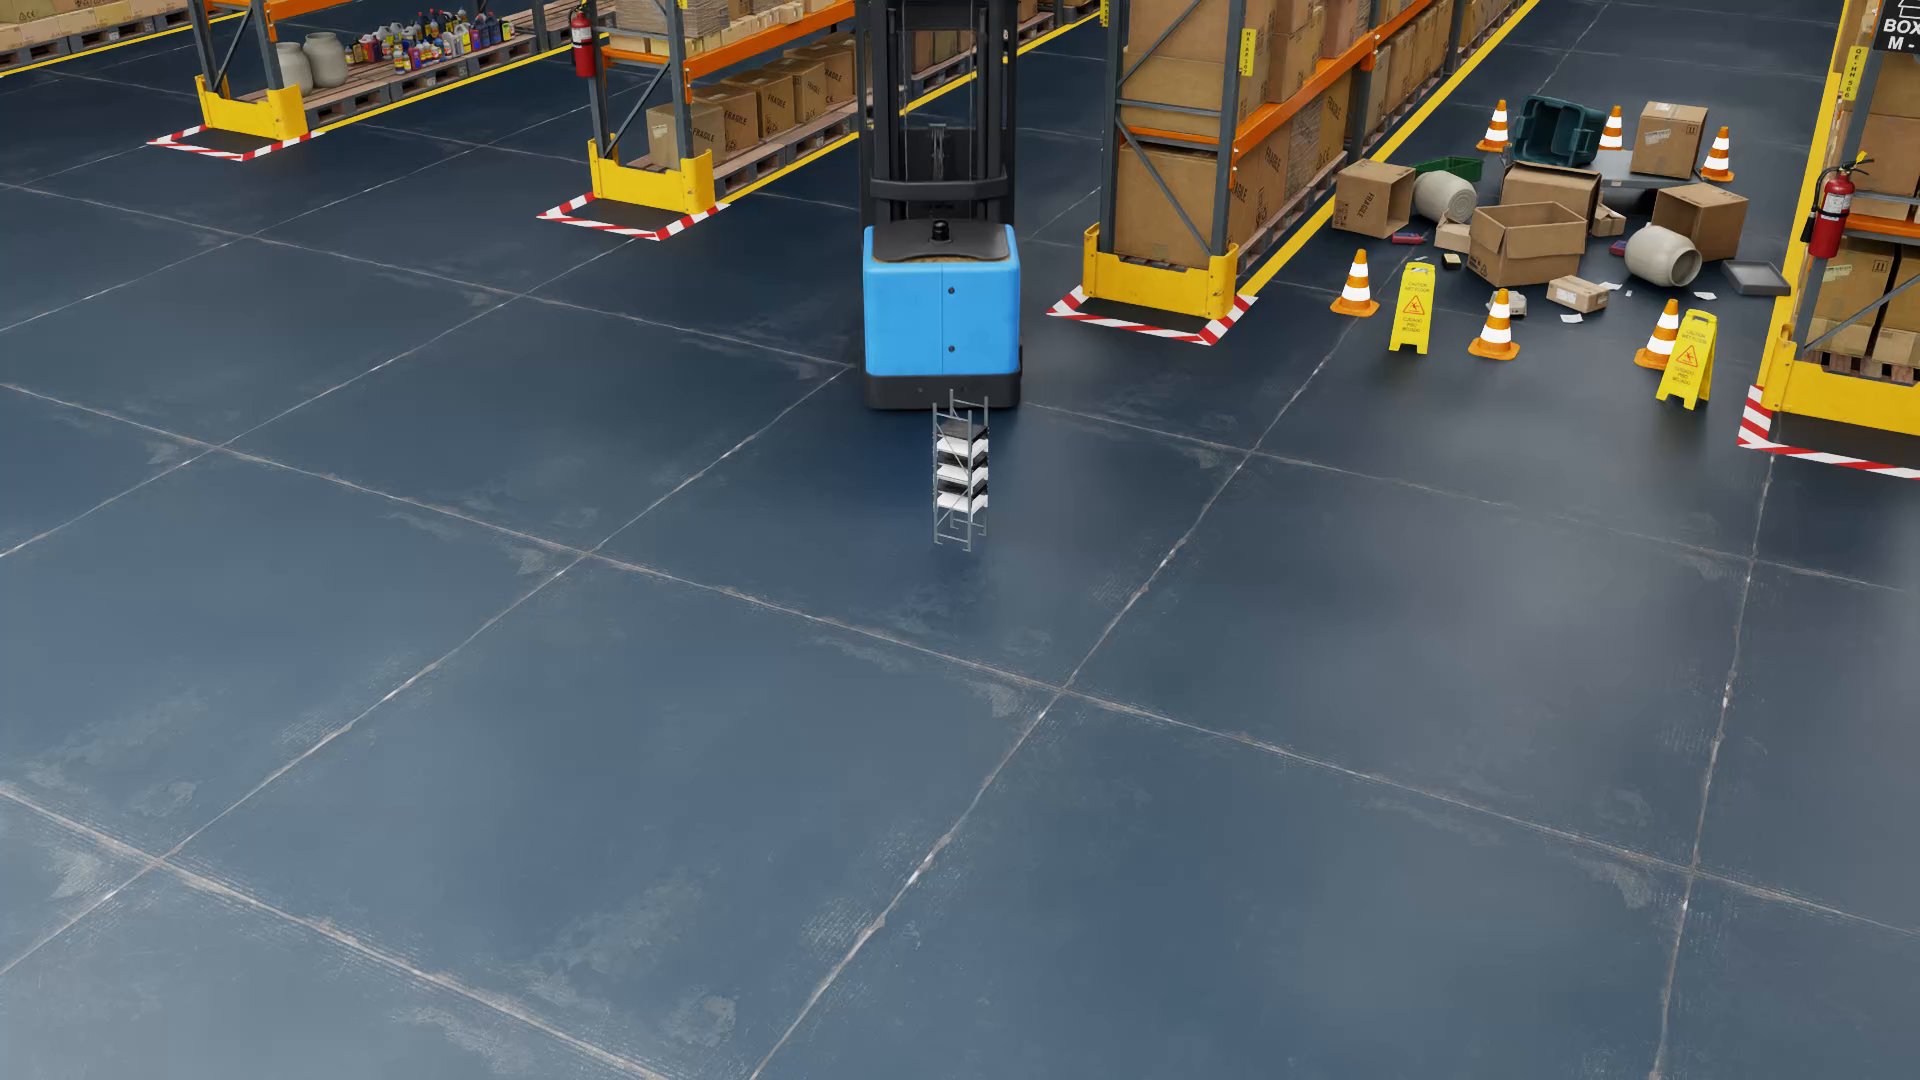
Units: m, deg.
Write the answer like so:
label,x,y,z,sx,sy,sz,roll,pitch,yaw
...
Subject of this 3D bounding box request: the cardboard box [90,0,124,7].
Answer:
label,x,y,z,sx,sy,sz,roll,pitch,yaw
cardboard box,-10.506,-6.774,20.121,0.500,0.500,0.500,14,33,23

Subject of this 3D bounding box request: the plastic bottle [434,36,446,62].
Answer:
label,x,y,z,sx,sy,sz,roll,pitch,yaw
plastic bottle,-5.829,-5.509,18.629,0.097,0.271,0.097,0,30,0

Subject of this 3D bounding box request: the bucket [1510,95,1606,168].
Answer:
label,x,y,z,sx,sy,sz,roll,pitch,yaw
bucket,5.365,-3.618,14.799,0.620,0.611,0.726,-14,31,-42

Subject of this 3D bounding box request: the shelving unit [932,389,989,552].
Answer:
label,x,y,z,sx,sy,sz,roll,pitch,yaw
shelving unit,0.004,-0.394,9.532,0.258,0.900,0.210,14,33,23

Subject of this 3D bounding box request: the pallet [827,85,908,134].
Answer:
label,x,y,z,sx,sy,sz,roll,pitch,yaw
pallet,-1.269,-4.617,17.578,1.003,0.211,1.213,14,33,23

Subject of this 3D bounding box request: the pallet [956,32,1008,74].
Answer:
label,x,y,z,sx,sy,sz,roll,pitch,yaw
pallet,-0.087,-5.811,19.657,1.003,0.211,1.213,14,33,23

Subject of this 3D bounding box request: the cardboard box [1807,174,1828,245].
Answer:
label,x,y,z,sx,sy,sz,roll,pitch,yaw
cardboard box,6.847,-2.529,12.728,0.500,0.500,0.500,16,34,26

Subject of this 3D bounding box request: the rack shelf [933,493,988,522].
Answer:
label,x,y,z,sx,sy,sz,roll,pitch,yaw
rack shelf,0.004,-0.209,9.638,0.258,0.077,0.200,14,33,23

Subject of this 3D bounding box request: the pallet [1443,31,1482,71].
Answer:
label,x,y,z,sx,sy,sz,roll,pitch,yaw
pallet,5.554,-5.872,19.763,1.003,0.211,1.213,14,33,23

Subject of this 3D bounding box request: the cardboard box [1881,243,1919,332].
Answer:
label,x,y,z,sx,sy,sz,roll,pitch,yaw
cardboard box,6.629,-1.731,11.338,0.500,0.500,0.500,13,32,22

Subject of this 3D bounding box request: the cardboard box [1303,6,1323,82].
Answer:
label,x,y,z,sx,sy,sz,roll,pitch,yaw
cardboard box,2.484,-4.141,13.799,0.875,0.550,0.500,14,33,23

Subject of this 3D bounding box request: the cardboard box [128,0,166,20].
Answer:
label,x,y,z,sx,sy,sz,roll,pitch,yaw
cardboard box,-10.280,-6.671,20.694,0.500,0.250,0.500,14,33,23

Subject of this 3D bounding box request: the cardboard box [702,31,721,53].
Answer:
label,x,y,z,sx,sy,sz,roll,pitch,yaw
cardboard box,-2.344,-4.428,14.702,0.380,0.149,0.250,14,33,23

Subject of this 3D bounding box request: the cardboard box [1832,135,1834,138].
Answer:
label,x,y,z,sx,sy,sz,roll,pitch,yaw
cardboard box,8.389,-3.479,15.013,0.950,0.372,0.625,16,34,26

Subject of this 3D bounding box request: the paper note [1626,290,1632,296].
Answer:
label,x,y,z,sx,sy,sz,roll,pitch,yaw
paper note,5.284,-1.949,13.133,0.032,0.001,0.123,14,33,23

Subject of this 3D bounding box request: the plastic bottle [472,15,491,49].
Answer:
label,x,y,z,sx,sy,sz,roll,pitch,yaw
plastic bottle,-5.528,-5.861,19.163,0.144,0.351,0.185,13,32,21

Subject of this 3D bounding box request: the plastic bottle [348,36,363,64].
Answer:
label,x,y,z,sx,sy,sz,roll,pitch,yaw
plastic bottle,-6.743,-5.465,18.540,0.061,0.283,0.133,15,33,24

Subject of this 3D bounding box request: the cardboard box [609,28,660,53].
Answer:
label,x,y,z,sx,sy,sz,roll,pitch,yaw
cardboard box,-2.871,-4.423,14.692,0.380,0.149,0.250,14,33,23

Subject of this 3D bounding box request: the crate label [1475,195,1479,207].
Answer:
label,x,y,z,sx,sy,sz,roll,pitch,yaw
crate label,4.497,-3.060,14.942,0.298,0.136,0.250,-7,31,-11

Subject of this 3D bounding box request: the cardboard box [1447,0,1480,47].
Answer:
label,x,y,z,sx,sy,sz,roll,pitch,yaw
cardboard box,5.746,-6.089,19.429,0.500,0.500,0.500,13,32,21

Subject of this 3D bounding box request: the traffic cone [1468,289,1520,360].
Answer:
label,x,y,z,sx,sy,sz,roll,pitch,yaw
traffic cone,3.910,-1.595,12.062,0.336,0.463,0.334,14,33,23

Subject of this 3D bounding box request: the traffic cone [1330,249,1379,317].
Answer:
label,x,y,z,sx,sy,sz,roll,pitch,yaw
traffic cone,3.059,-2.002,12.771,0.336,0.463,0.334,14,33,23

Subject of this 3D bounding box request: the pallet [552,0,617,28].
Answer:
label,x,y,z,sx,sy,sz,roll,pitch,yaw
pallet,-4.526,-6.946,21.634,1.003,0.211,1.213,14,33,23

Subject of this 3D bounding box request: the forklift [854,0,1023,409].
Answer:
label,x,y,z,sx,sy,sz,roll,pitch,yaw
forklift,-0.168,-2.844,11.760,1.130,2.935,3.031,-1,30,-2

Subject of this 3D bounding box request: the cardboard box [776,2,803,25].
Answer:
label,x,y,z,sx,sy,sz,roll,pitch,yaw
cardboard box,-1.705,-4.965,15.636,0.380,0.149,0.250,14,33,23

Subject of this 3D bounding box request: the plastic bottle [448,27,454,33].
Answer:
label,x,y,z,sx,sy,sz,roll,pitch,yaw
plastic bottle,-5.778,-5.701,18.951,0.061,0.283,0.133,14,33,23

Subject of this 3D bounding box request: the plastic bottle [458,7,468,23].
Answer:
label,x,y,z,sx,sy,sz,roll,pitch,yaw
plastic bottle,-5.939,-6.221,19.869,0.097,0.271,0.097,0,30,0

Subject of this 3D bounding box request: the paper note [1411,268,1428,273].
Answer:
label,x,y,z,sx,sy,sz,roll,pitch,yaw
paper note,3.759,-2.192,13.538,0.142,0.017,0.144,-25,38,-36

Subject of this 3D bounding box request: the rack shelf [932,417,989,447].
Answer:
label,x,y,z,sx,sy,sz,roll,pitch,yaw
rack shelf,0.004,-0.599,9.414,0.258,0.077,0.200,14,33,23

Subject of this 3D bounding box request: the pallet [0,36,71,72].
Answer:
label,x,y,z,sx,sy,sz,roll,pitch,yaw
pallet,-11.323,-5.747,19.545,1.003,0.211,1.213,14,33,23

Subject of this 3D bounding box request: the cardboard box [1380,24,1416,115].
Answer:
label,x,y,z,sx,sy,sz,roll,pitch,yaw
cardboard box,4.020,-4.891,17.092,1.050,0.750,0.750,14,33,23

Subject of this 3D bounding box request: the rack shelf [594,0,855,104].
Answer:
label,x,y,z,sx,sy,sz,roll,pitch,yaw
rack shelf,-1.906,-4.933,16.051,1.077,0.370,4.000,14,33,23

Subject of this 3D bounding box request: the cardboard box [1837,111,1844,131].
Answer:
label,x,y,z,sx,sy,sz,roll,pitch,yaw
cardboard box,6.807,-3.143,12.463,0.380,0.149,0.250,14,33,24

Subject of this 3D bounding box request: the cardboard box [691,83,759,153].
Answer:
label,x,y,z,sx,sy,sz,roll,pitch,yaw
cardboard box,-2.276,-4.002,15.796,0.500,0.500,0.500,24,38,36

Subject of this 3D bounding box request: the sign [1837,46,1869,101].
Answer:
label,x,y,z,sx,sy,sz,roll,pitch,yaw
sign,5.520,-2.884,10.281,0.100,0.325,0.005,14,33,23

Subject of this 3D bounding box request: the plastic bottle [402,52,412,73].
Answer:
label,x,y,z,sx,sy,sz,roll,pitch,yaw
plastic bottle,-6.075,-5.238,18.228,0.097,0.201,0.097,0,30,0

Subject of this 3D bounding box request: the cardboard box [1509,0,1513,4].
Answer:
label,x,y,z,sx,sy,sz,roll,pitch,yaw
cardboard box,6.906,-7.221,21.401,0.500,0.500,0.500,14,33,22

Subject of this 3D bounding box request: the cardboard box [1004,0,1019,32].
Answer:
label,x,y,z,sx,sy,sz,roll,pitch,yaw
cardboard box,0.299,-6.461,20.058,0.700,0.500,0.500,12,32,19

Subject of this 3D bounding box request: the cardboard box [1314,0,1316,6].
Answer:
label,x,y,z,sx,sy,sz,roll,pitch,yaw
cardboard box,2.426,-4.624,13.555,0.875,0.550,0.500,14,33,23

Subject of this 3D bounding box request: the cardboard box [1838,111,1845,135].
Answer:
label,x,y,z,sx,sy,sz,roll,pitch,yaw
cardboard box,6.470,-3.028,11.611,0.500,0.500,0.500,14,33,23

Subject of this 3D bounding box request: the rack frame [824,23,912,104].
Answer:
label,x,y,z,sx,sy,sz,roll,pitch,yaw
rack frame,-0.995,-6.132,17.416,1.000,3.000,0.127,14,33,23

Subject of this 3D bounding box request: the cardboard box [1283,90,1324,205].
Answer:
label,x,y,z,sx,sy,sz,roll,pitch,yaw
cardboard box,2.619,-3.559,14.648,0.875,0.875,0.875,15,33,24

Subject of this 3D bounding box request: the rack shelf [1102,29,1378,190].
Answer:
label,x,y,z,sx,sy,sz,roll,pitch,yaw
rack shelf,2.464,-3.763,14.013,1.077,0.370,4.000,14,33,23

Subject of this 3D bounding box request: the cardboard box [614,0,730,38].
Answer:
label,x,y,z,sx,sy,sz,roll,pitch,yaw
cardboard box,-2.542,-4.768,14.643,0.875,0.500,0.500,14,33,23

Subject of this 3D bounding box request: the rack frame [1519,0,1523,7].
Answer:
label,x,y,z,sx,sy,sz,roll,pitch,yaw
rack frame,7.019,-8.508,21.554,1.000,3.000,0.127,14,33,23

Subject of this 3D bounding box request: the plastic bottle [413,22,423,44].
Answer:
label,x,y,z,sx,sy,sz,roll,pitch,yaw
plastic bottle,-6.261,-5.842,19.209,0.097,0.271,0.097,0,30,0

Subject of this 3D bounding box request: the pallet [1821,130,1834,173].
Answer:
label,x,y,z,sx,sy,sz,roll,pitch,yaw
pallet,8.735,-3.563,15.742,1.003,0.211,1.213,14,33,23

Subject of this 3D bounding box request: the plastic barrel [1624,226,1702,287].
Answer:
label,x,y,z,sx,sy,sz,roll,pitch,yaw
plastic barrel,5.598,-2.252,13.247,0.421,0.421,0.512,-12,32,-20

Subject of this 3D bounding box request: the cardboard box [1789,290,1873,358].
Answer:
label,x,y,z,sx,sy,sz,roll,pitch,yaw
cardboard box,6.145,-1.530,11.742,0.500,0.250,0.500,14,33,23

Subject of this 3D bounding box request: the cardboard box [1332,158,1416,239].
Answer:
label,x,y,z,sx,sy,sz,roll,pitch,yaw
cardboard box,3.581,-2.958,14.396,0.500,0.500,0.500,21,36,32

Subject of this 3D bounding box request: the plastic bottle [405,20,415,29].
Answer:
label,x,y,z,sx,sy,sz,roll,pitch,yaw
plastic bottle,-6.339,-5.857,19.223,0.061,0.283,0.133,16,33,25
